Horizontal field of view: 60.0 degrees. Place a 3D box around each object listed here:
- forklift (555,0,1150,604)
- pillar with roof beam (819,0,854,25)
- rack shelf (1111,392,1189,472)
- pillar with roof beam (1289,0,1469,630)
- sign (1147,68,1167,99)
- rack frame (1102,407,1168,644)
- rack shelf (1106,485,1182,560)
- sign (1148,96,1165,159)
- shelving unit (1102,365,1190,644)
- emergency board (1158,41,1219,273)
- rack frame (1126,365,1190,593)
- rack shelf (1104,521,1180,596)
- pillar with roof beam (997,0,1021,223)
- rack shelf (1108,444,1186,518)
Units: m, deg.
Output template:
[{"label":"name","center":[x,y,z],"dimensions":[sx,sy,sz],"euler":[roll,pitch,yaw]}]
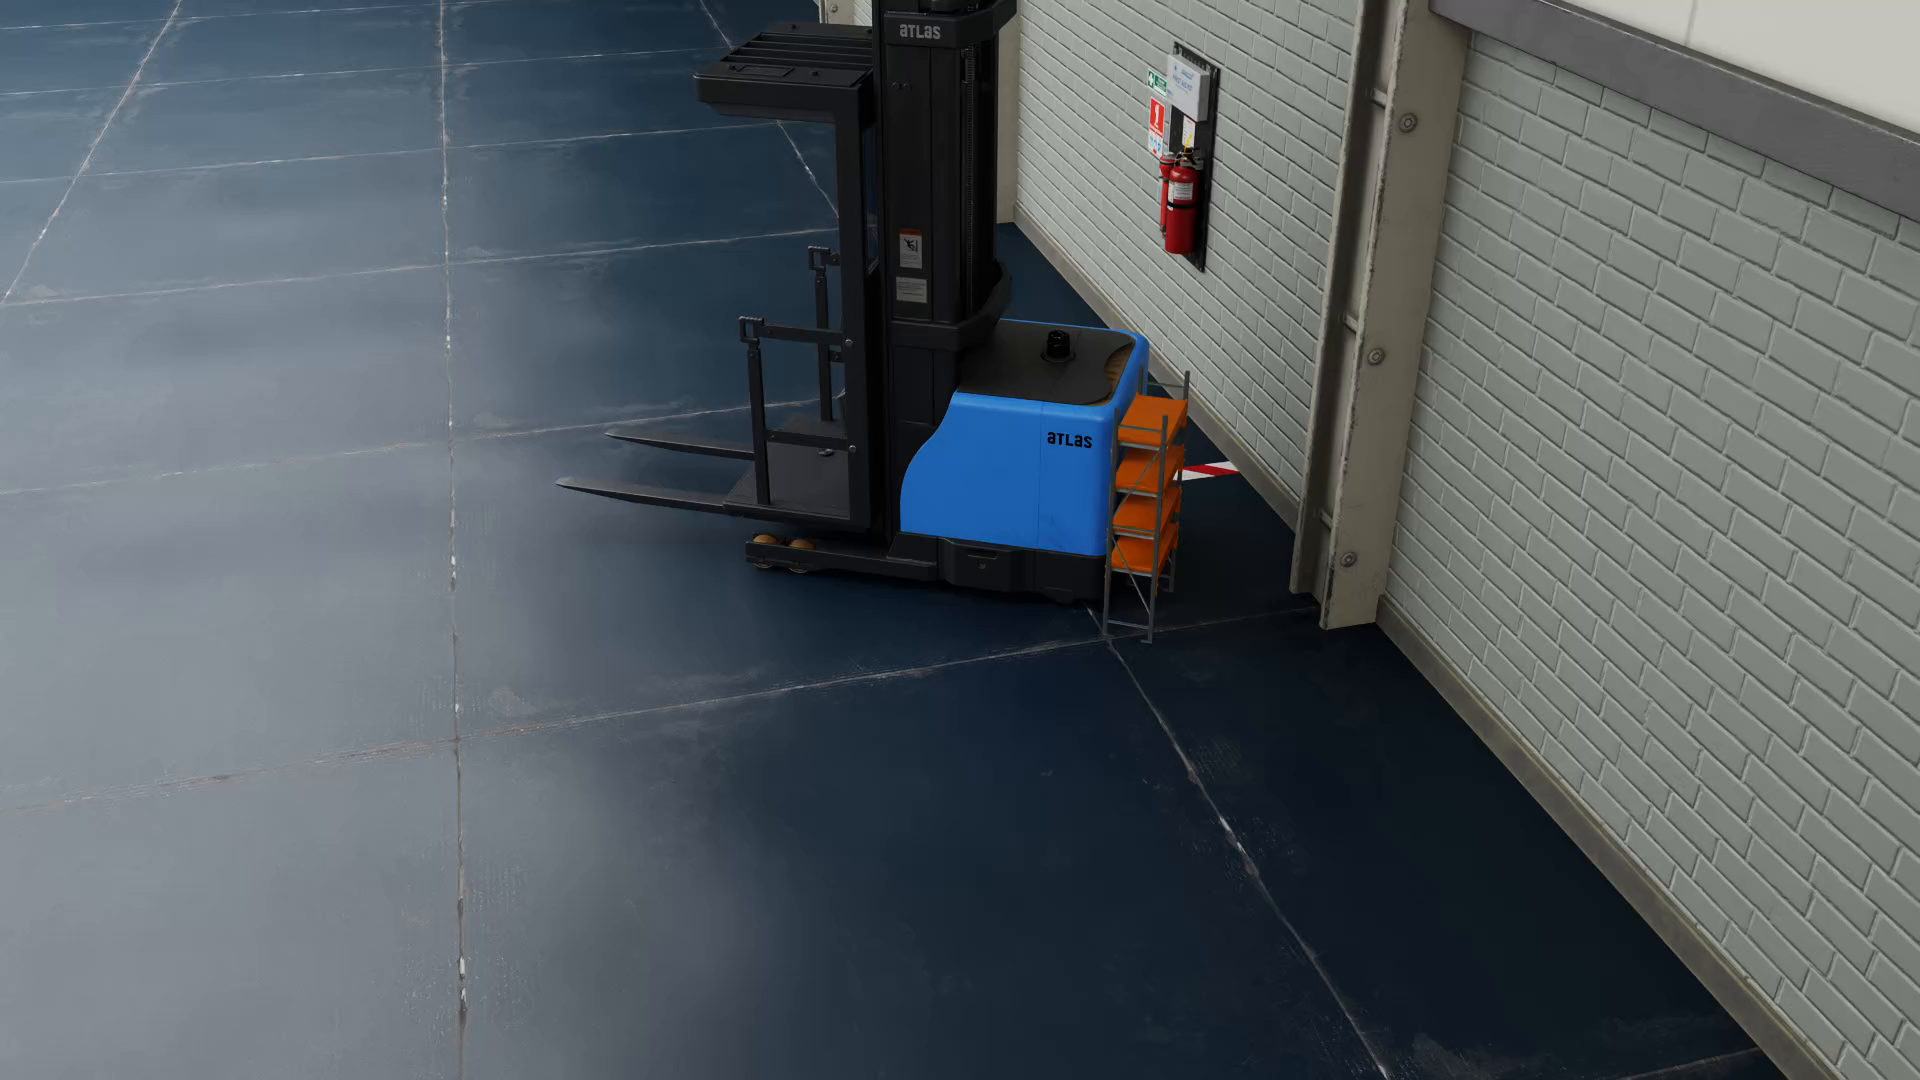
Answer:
[{"label":"forklift","center":[-0.603,-1.347,8.152],"dimensions":[3.031,2.935,1.130],"euler":[7,31,13]},{"label":"pillar with roof beam","center":[-5.489,-8.802,14.975],"dimensions":[9.100,9.000,0.400],"euler":[-8,31,-13]},{"label":"rack shelf","center":[0.874,-0.503,7.636],"dimensions":[0.258,0.148,0.480],"euler":[9,31,16]},{"label":"pillar with roof beam","center":[-2.304,-3.007,4.961],"dimensions":[9.100,9.000,0.400],"euler":[-8,31,-13]},{"label":"sign","center":[1.173,-2.703,9.862],"dimensions":[0.001,0.109,0.331],"euler":[-8,31,-13]},{"label":"rack frame","center":[0.798,-0.046,7.633],"dimensions":[0.240,1.200,0.015],"euler":[9,31,16]},{"label":"rack shelf","center":[0.874,-0.104,7.867],"dimensions":[0.258,0.148,0.480],"euler":[9,31,16]},{"label":"sign","center":[1.180,-2.477,10.000],"dimensions":[0.001,0.329,0.234],"euler":[-8,31,-13]},{"label":"shelving unit","center":[0.874,-0.163,7.833],"dimensions":[0.258,1.200,0.503],"euler":[9,31,16]},{"label":"emergency board","center":[1.228,-2.181,9.524],"dimensions":[0.194,1.169,0.643],"euler":[-8,31,-13]},{"label":"rack frame","center":[0.950,-0.279,8.034],"dimensions":[0.240,1.200,0.015],"euler":[9,31,16]},{"label":"rack shelf","center":[0.874,0.067,7.966],"dimensions":[0.258,0.148,0.480],"euler":[9,31,16]},{"label":"pillar with roof beam","center":[-3.896,-5.904,9.968],"dimensions":[9.100,9.000,0.400],"euler":[-8,31,-13]},{"label":"rack shelf","center":[0.874,-0.298,7.755],"dimensions":[0.258,0.148,0.480],"euler":[9,31,16]}]
